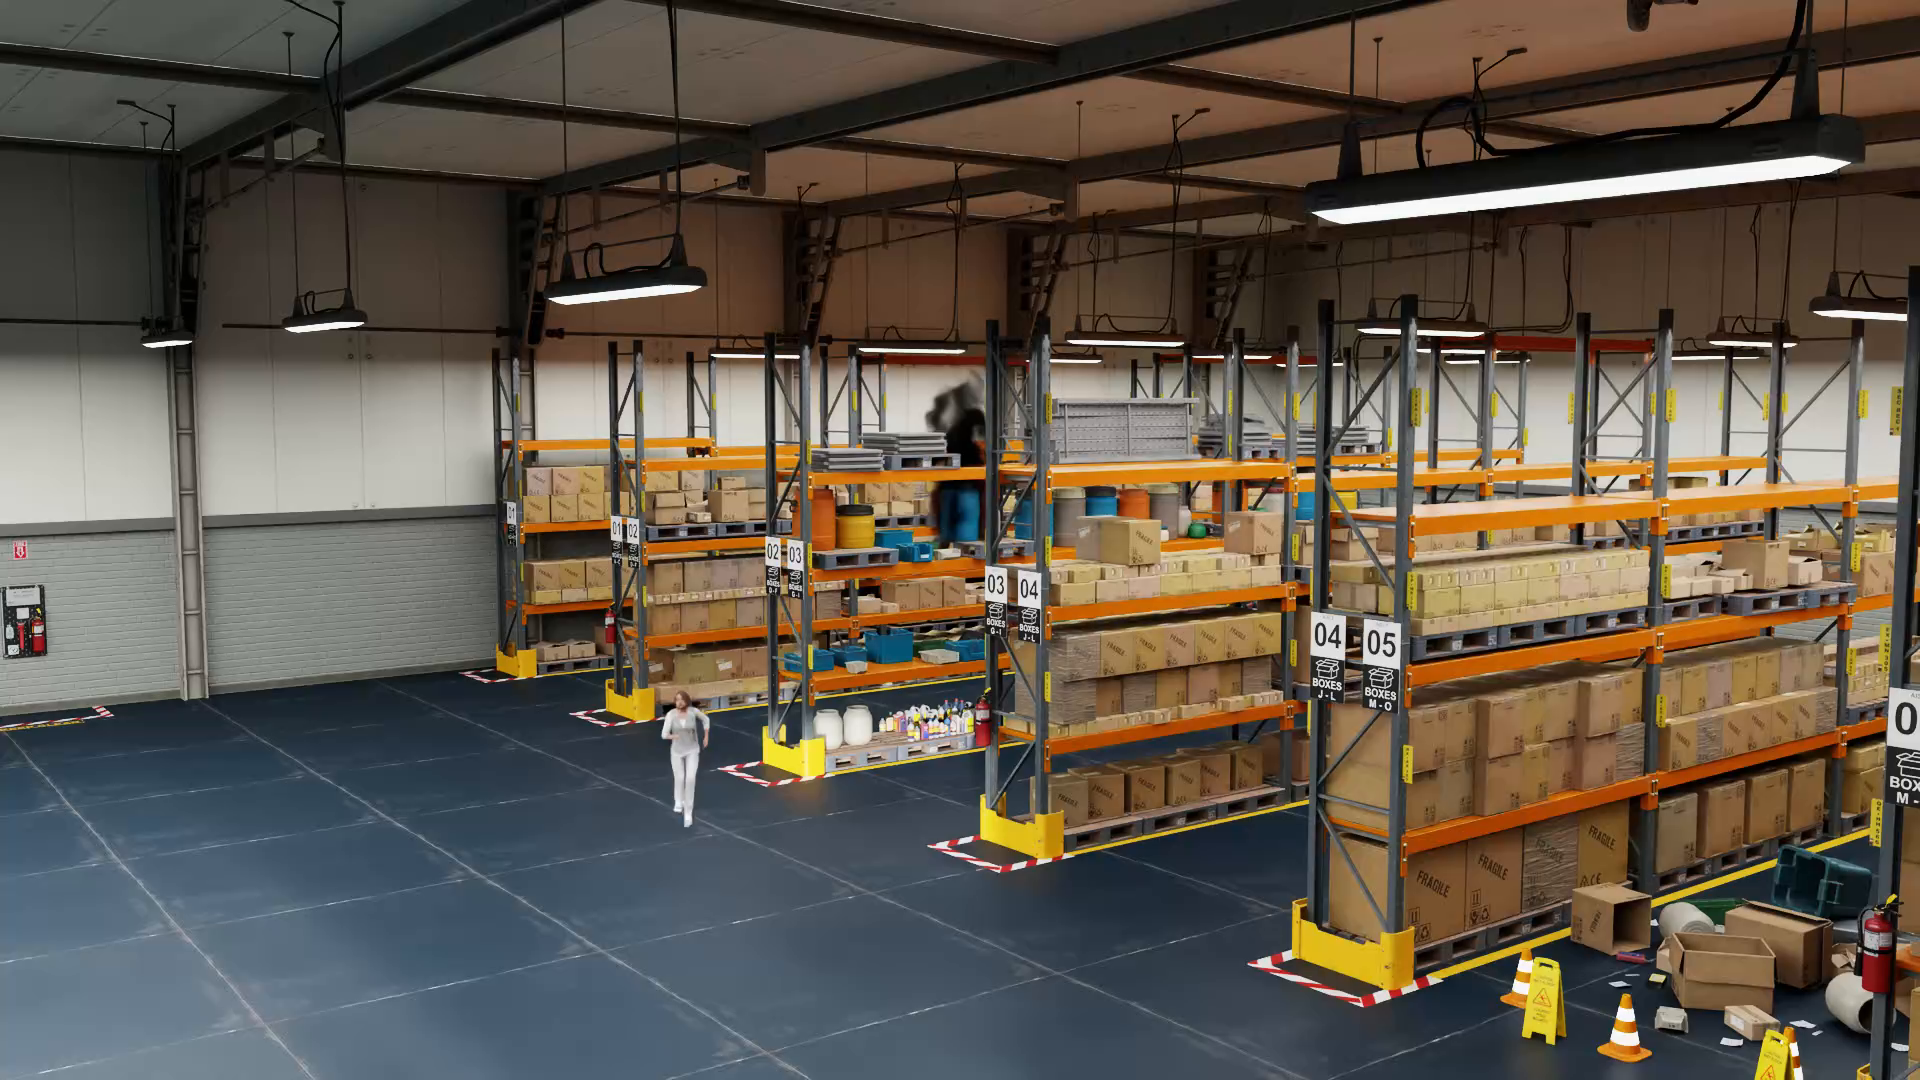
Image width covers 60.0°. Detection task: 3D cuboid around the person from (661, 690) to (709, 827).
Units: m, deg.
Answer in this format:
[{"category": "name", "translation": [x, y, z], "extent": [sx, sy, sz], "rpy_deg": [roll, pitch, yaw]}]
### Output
[{"category": "person", "translation": [-3.315, 2.606, 20.096], "extent": [0.546, 1.628, 0.839], "rpy_deg": [0, 5, -3]}]
